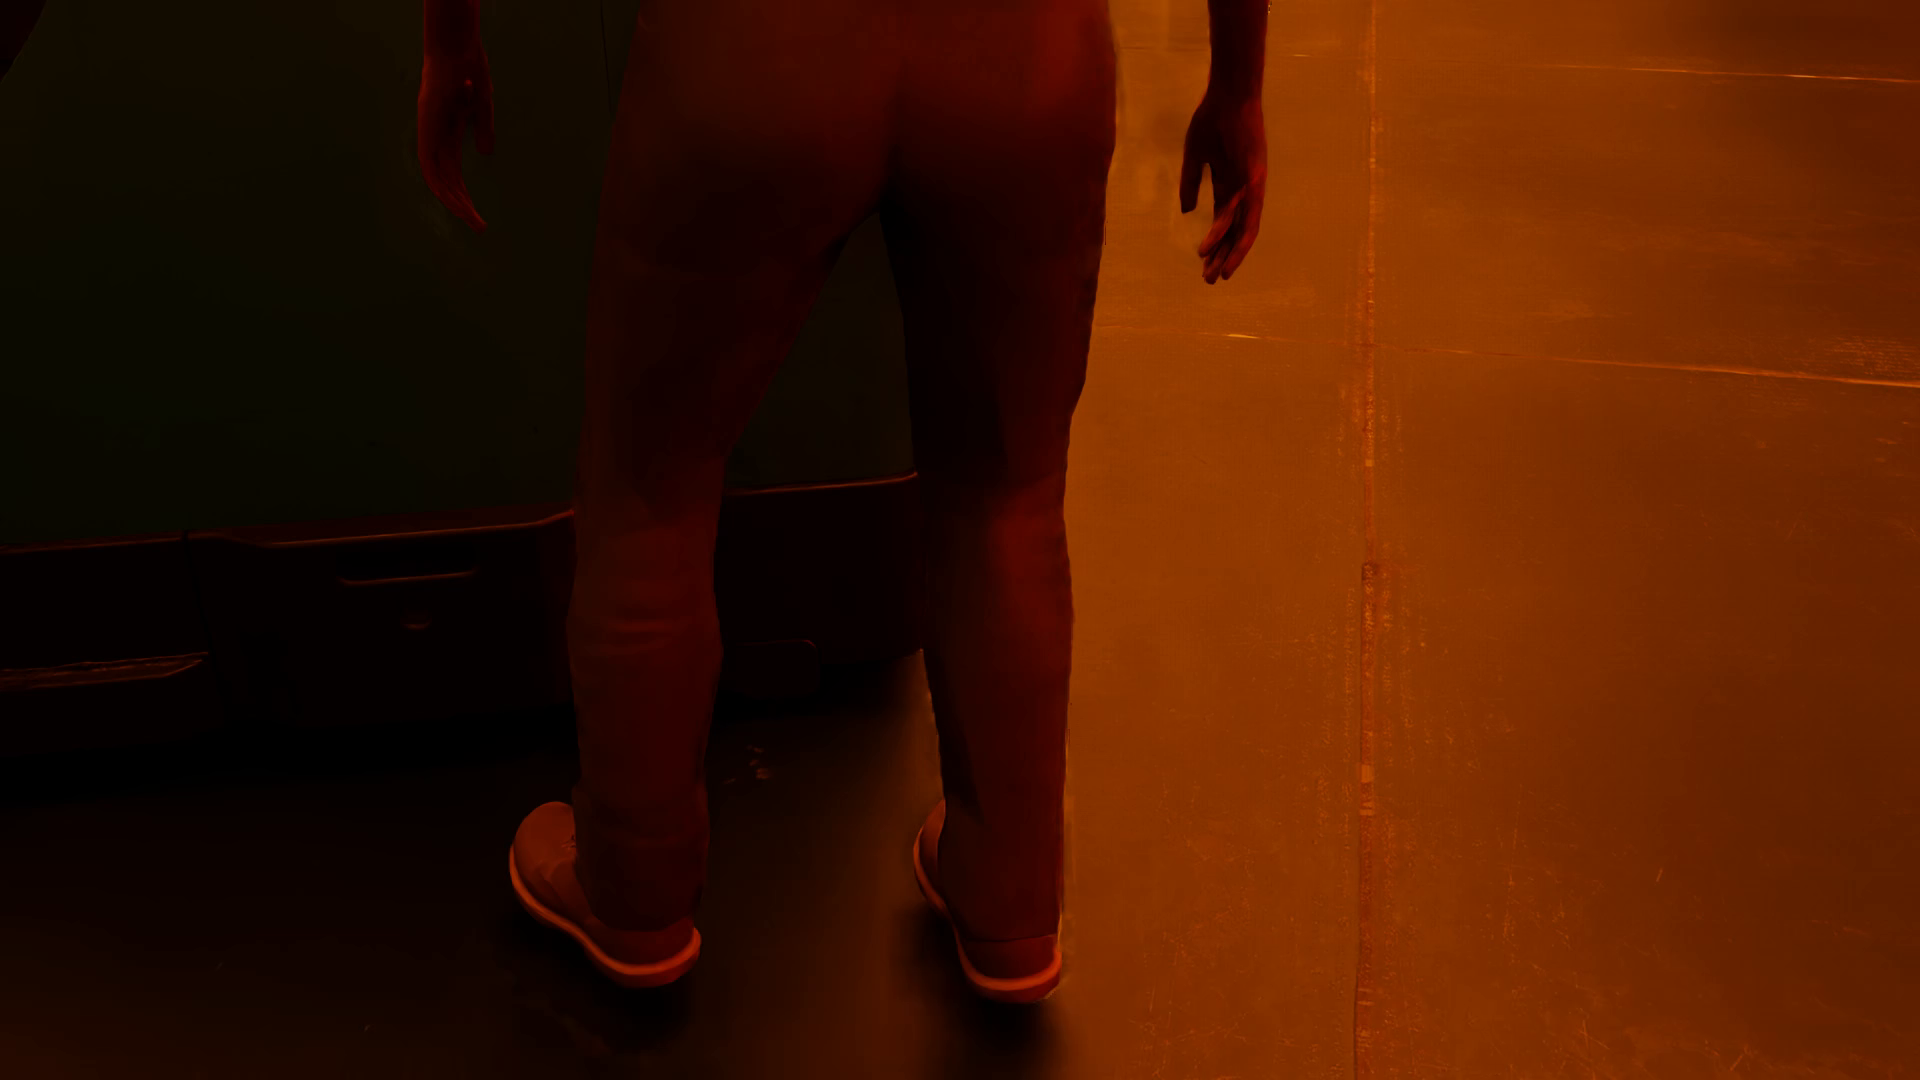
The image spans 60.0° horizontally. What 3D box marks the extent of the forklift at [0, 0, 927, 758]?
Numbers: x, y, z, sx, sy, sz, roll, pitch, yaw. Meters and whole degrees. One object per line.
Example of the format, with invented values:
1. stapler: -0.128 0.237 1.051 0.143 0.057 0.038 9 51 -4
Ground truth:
1. forklift: -1.578 -1.214 1.652 3.031 2.935 1.130 -5 27 -9

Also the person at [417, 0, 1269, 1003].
1. person: -0.097 -0.356 1.309 0.696 1.635 0.374 -6 27 -11
